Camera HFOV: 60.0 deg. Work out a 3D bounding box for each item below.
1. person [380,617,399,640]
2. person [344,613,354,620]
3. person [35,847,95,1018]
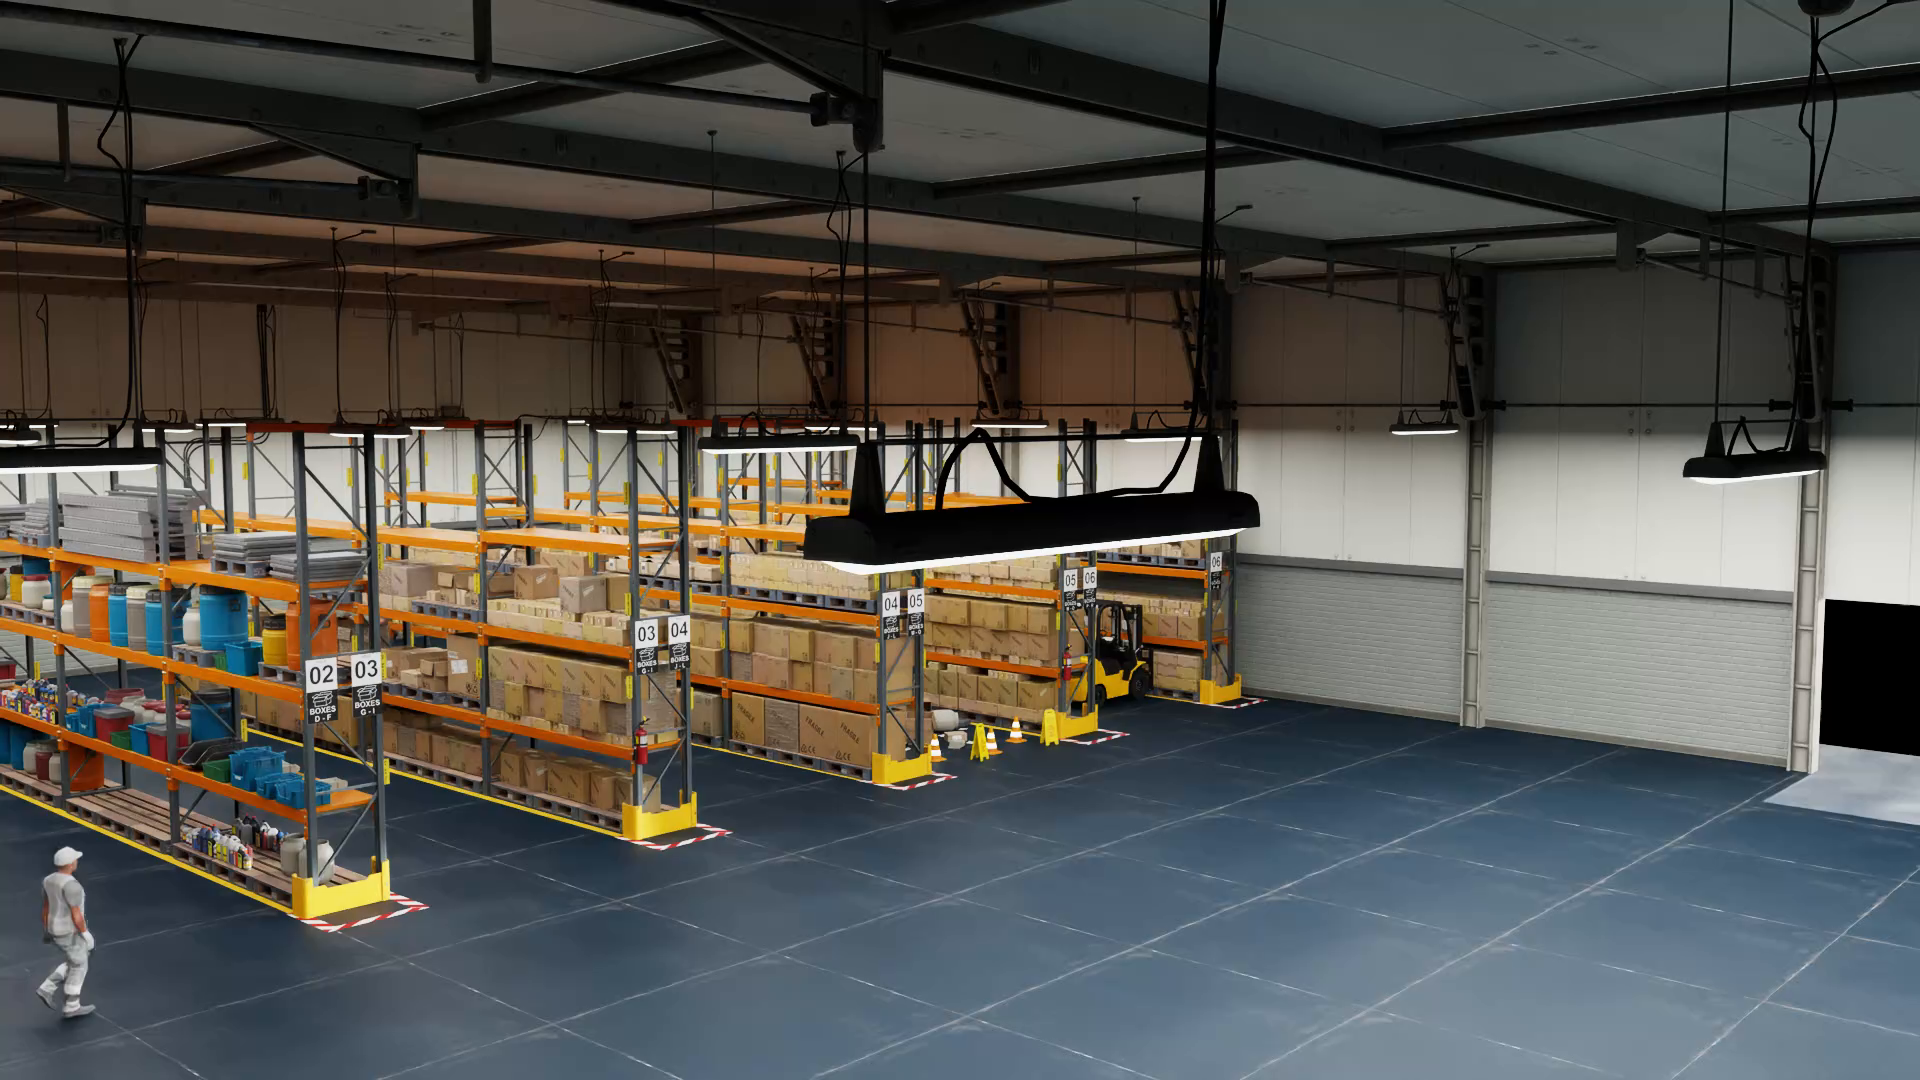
[{"bbox_3d":[-14.676,2.012,42.593,0.633,1.714,0.519,-5,7,-45],"label":"person"},{"bbox_3d":[-13.692,2.451,37.437,1.039,1.613,0.579,4,6,40],"label":"person"},{"bbox_3d":[-9.205,4.035,17.078,0.533,1.771,0.557,-4,6,-42],"label":"person"}]
